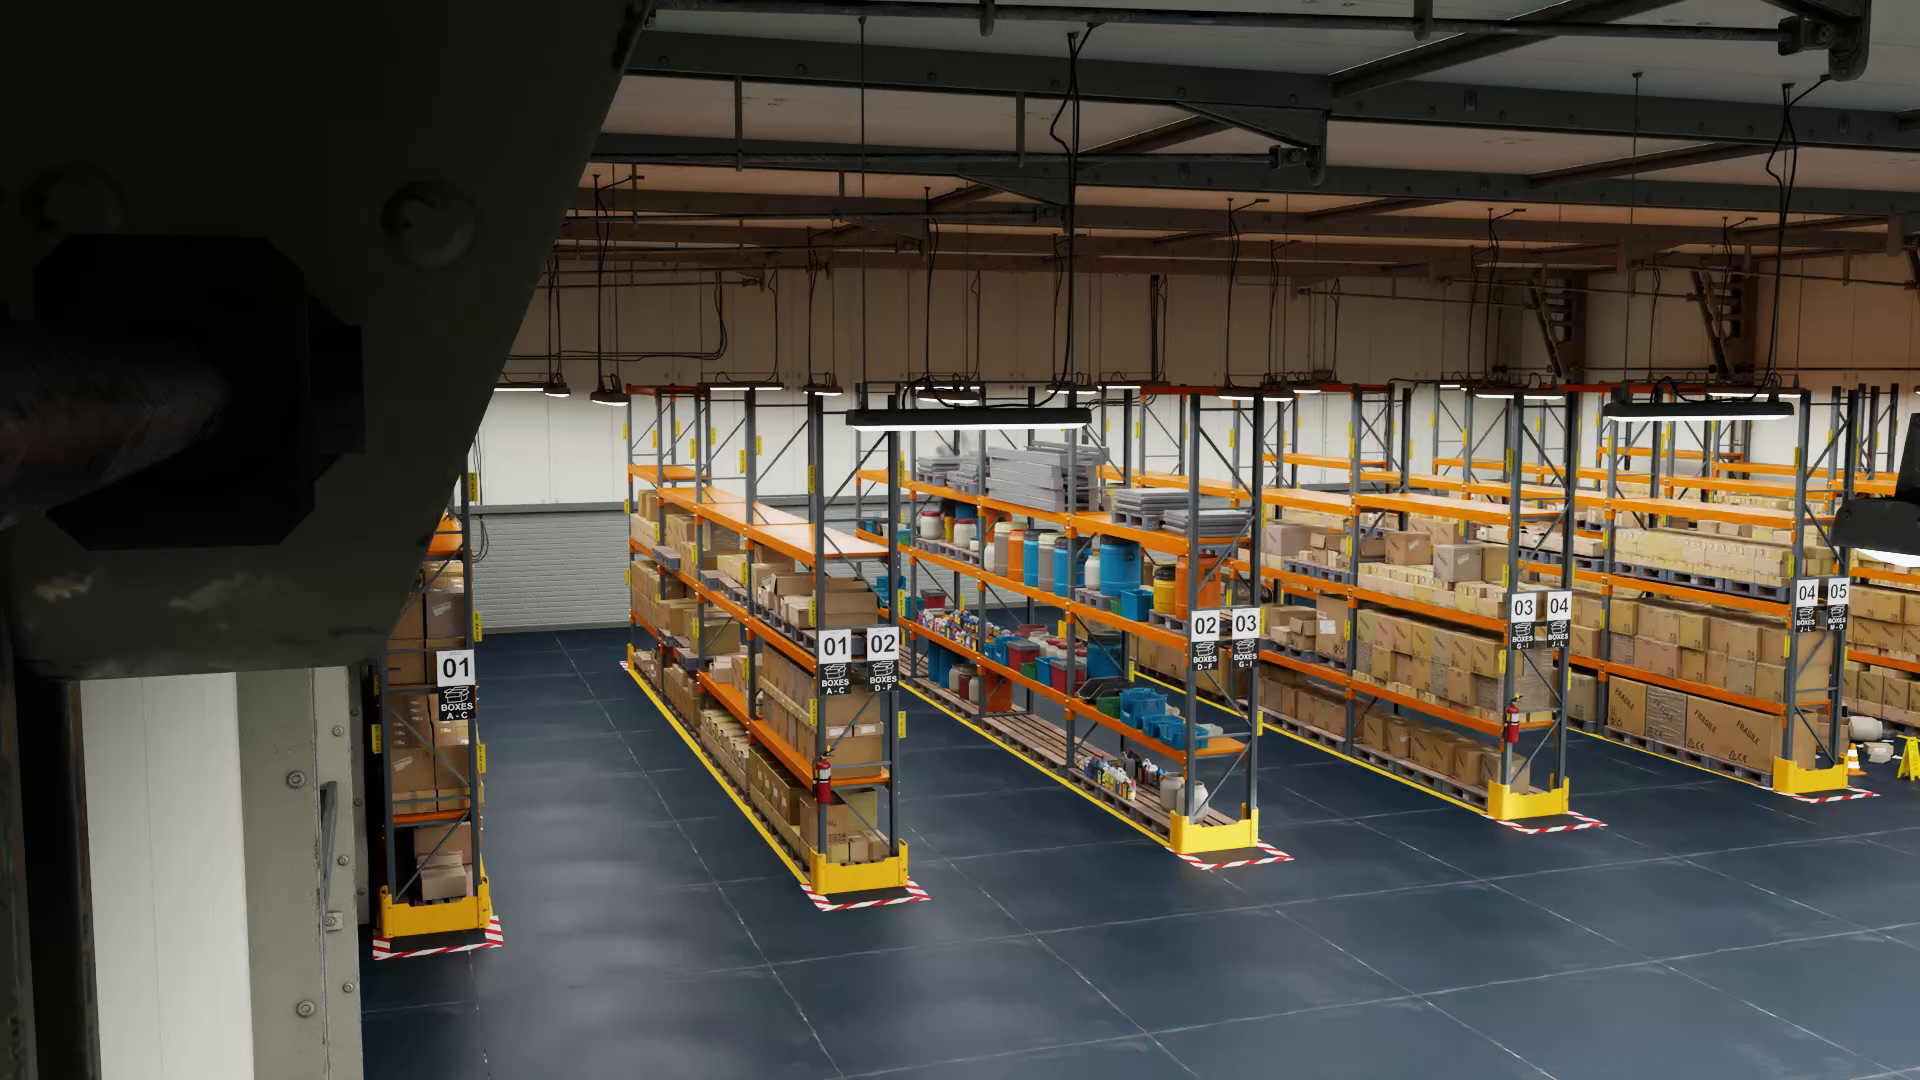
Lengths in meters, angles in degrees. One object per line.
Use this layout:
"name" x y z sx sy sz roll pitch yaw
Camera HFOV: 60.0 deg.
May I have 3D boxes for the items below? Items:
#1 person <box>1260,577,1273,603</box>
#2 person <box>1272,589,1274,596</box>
"person" 6.771 1.673 36.938 0.646 1.685 0.606 -2 6 -15
"person" 7.657 1.230 41.517 0.797 1.598 0.857 0 6 1
